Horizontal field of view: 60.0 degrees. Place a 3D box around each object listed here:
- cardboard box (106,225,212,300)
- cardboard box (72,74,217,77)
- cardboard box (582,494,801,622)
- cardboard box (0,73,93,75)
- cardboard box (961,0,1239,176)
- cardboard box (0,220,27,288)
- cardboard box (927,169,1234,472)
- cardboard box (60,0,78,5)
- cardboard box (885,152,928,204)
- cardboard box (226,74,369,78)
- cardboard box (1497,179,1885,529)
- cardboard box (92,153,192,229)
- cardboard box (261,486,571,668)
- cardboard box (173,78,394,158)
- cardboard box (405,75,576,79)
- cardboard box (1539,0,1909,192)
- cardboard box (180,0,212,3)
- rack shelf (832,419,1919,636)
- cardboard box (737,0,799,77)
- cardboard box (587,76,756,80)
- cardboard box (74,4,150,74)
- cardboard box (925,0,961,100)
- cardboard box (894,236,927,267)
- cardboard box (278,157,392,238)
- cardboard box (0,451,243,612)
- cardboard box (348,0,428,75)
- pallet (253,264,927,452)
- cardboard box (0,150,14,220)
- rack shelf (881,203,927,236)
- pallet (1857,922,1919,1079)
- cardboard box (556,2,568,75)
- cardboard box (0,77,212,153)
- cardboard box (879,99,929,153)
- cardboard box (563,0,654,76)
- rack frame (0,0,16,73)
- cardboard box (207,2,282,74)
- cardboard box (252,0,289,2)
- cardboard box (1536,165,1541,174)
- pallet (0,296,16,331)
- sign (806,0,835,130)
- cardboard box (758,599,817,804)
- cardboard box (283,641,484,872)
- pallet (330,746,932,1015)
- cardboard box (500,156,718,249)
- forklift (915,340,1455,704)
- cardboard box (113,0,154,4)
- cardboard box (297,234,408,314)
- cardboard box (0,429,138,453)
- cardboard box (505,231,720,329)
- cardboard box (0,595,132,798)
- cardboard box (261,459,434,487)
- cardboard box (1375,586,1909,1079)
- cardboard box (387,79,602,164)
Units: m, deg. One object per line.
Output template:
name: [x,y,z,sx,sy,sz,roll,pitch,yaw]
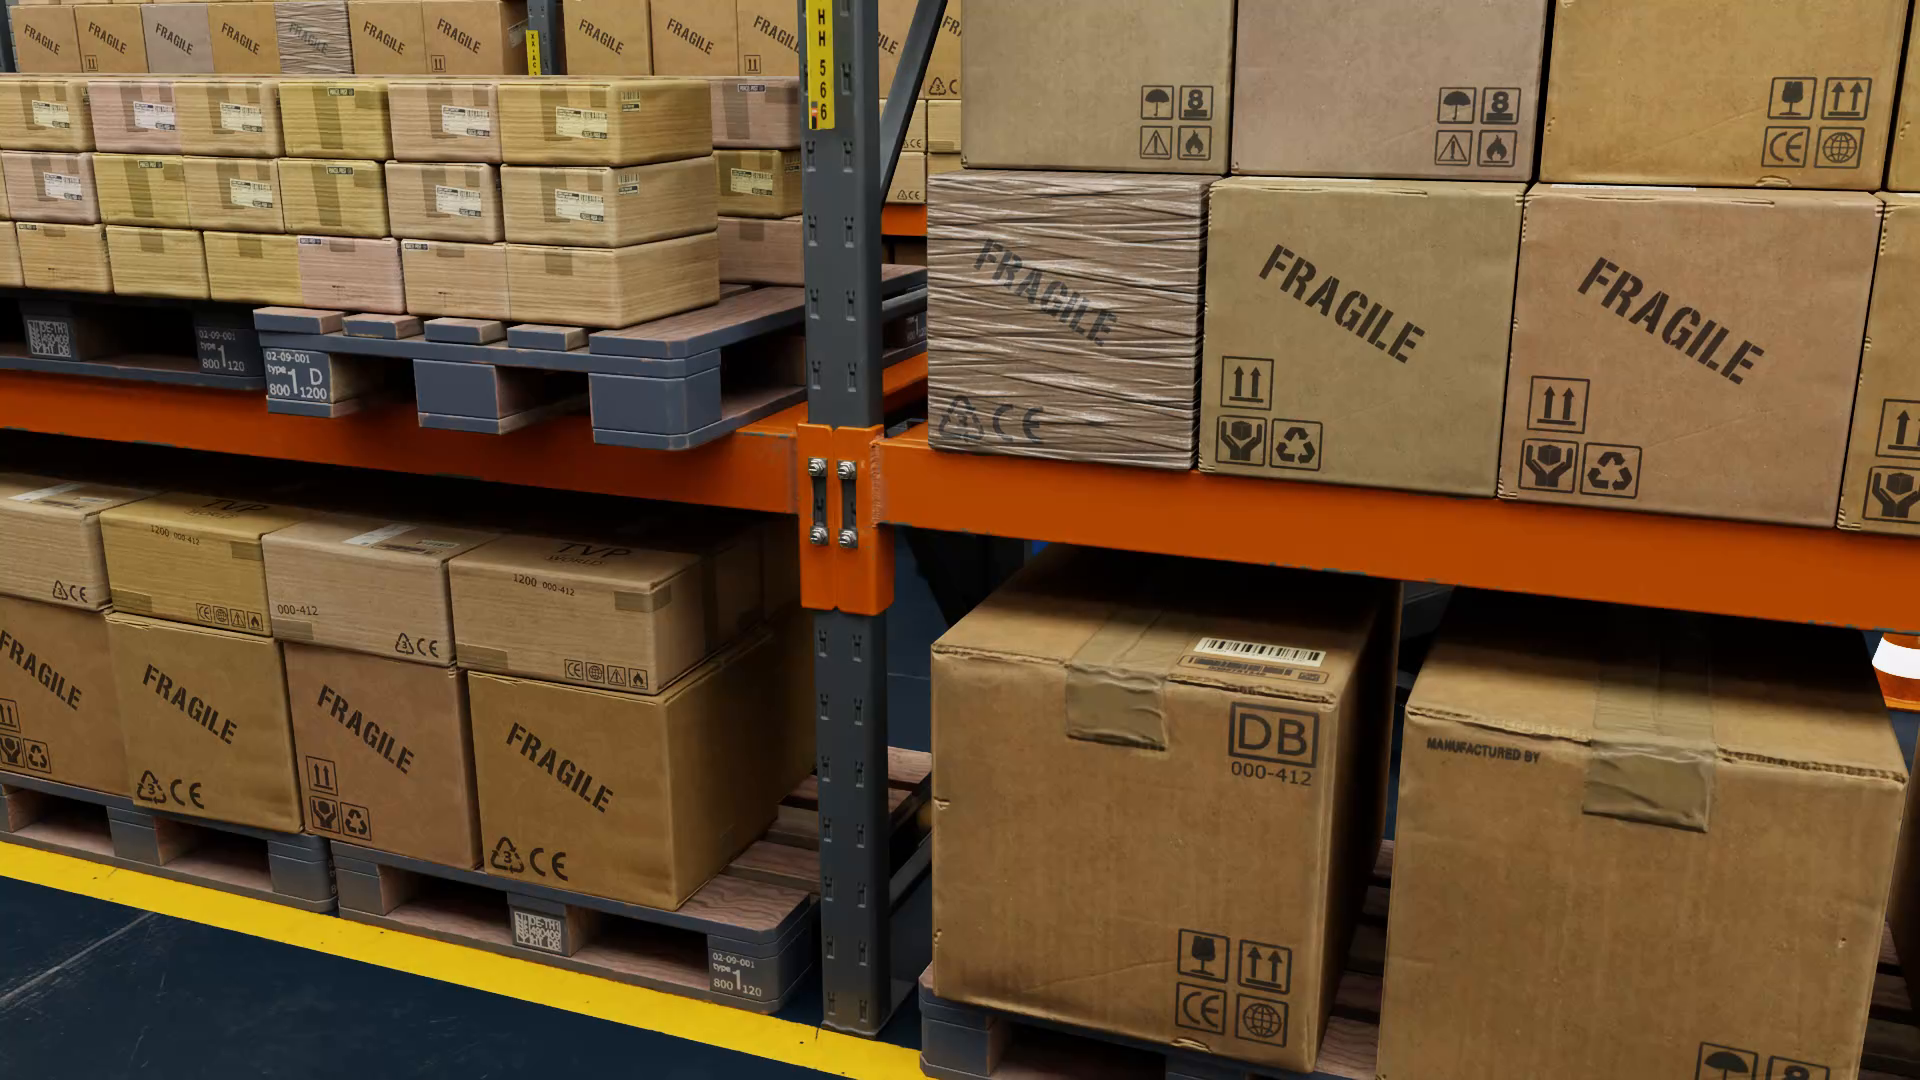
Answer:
cardboard box: [-1.634,-0.633,3.672,0.250,0.149,0.380,5,17,18]
cardboard box: [-2.119,-1.167,4.445,0.250,0.149,0.380,5,17,18]
cardboard box: [-0.607,-0.010,4.213,0.500,0.250,0.500,5,17,18]
cardboard box: [-2.597,-1.220,4.625,0.250,0.149,0.380,6,17,20]
cardboard box: [0.359,-0.995,3.248,0.500,0.500,0.700,6,17,20]
cardboard box: [-2.128,-0.687,3.858,0.250,0.149,0.380,5,17,18]
cardboard box: [0.264,-0.447,3.155,0.500,0.500,0.500,6,17,21]
cardboard box: [-5.276,-3.351,10.200,0.250,0.149,0.380,7,17,22]
cardboard box: [-0.327,-1.871,8.506,0.500,0.250,0.500,6,17,20]
cardboard box: [-1.637,-1.114,4.260,0.250,0.149,0.380,7,18,22]
cardboard box: [1.207,-0.344,2.800,0.500,0.500,0.500,6,17,21]
cardboard box: [-1.639,-0.777,3.632,0.250,0.149,0.380,6,17,20]
cardboard box: [-1.261,0.073,3.929,0.500,0.250,0.500,7,17,21]
cardboard box: [-1.405,-0.893,3.499,0.250,0.149,0.380,7,18,22]
cardboard box: [-1.137,-1.060,4.075,0.250,0.149,0.380,6,17,18]
cardboard box: [1.308,-0.892,2.892,0.500,0.500,0.700,6,17,20]
cardboard box: [-4.345,-3.223,9.759,0.250,0.149,0.380,6,17,21]
rack shelf: [1.806,0.035,2.964,4.000,0.370,1.077,6,17,21]
cardboard box: [-0.801,-2.530,8.537,0.500,0.500,0.500,6,17,19]
cardboard box: [-0.665,-1.006,3.890,0.250,0.149,0.380,6,17,19]
cardboard box: [-4.949,-2.982,10.093,0.500,0.500,0.500,6,17,19]
cardboard box: [0.151,-2.426,8.176,0.500,0.500,0.500,6,17,21]
cardboard box: [0.227,-1.175,8.900,0.875,0.875,0.875,7,17,21]
cardboard box: [-1.176,-0.725,3.454,0.250,0.149,0.380,7,17,22]
cardboard box: [-2.216,-0.035,4.298,0.500,0.250,0.500,7,18,23]
cardboard box: [-3.063,-2.778,9.388,0.500,0.500,0.500,6,17,20]
pallet: [-0.757,-0.468,3.751,1.003,0.211,1.213,6,17,21]
cardboard box: [-2.122,-0.829,3.814,0.250,0.149,0.380,6,17,20]
rack shelf: [-0.193,-1.669,8.831,4.000,0.370,1.077,6,17,21]
pallet: [1.782,1.049,3.181,1.213,0.211,1.003,6,17,21]
cardboard box: [-2.408,-2.858,9.667,0.500,0.500,0.500,6,17,21]
cardboard box: [-1.881,-0.946,3.683,0.250,0.149,0.380,7,18,23]
cardboard box: [-0.322,-2.113,8.443,0.500,0.250,0.500,6,17,19]
cardboard box: [-1.750,-2.627,8.871,0.500,0.500,0.500,6,17,21]
rack frame: [-5.775,-2.628,10.845,0.127,3.000,1.000,6,17,21]
cardboard box: [-4.003,-2.881,9.743,0.500,0.500,0.500,6,17,21]
cardboard box: [-3.857,-3.176,9.596,0.250,0.149,0.380,6,17,21]
cardboard box: [0.926,-0.536,3.459,0.500,0.500,0.500,6,17,21]
pallet: [-3.118,-0.716,4.605,1.213,0.211,1.003,6,17,21]
sign: [-0.245,-0.892,2.930,0.005,0.325,0.100,6,17,21]
cardboard box: [-0.619,0.345,4.336,0.500,0.500,0.500,6,17,18]
cardboard box: [-1.245,0.430,4.043,0.500,0.500,0.500,7,18,23]
pallet: [-0.781,0.743,4.234,1.213,0.211,1.003,6,17,21]
cardboard box: [-0.681,-0.672,3.271,0.250,0.149,0.380,7,17,22]
forklift: [1.129,-0.977,5.280,1.130,2.935,3.031,-12,20,-36]
cardboard box: [-4.825,-3.273,9.930,0.250,0.149,0.380,6,17,19]
cardboard box: [-1.152,-0.580,3.488,0.250,0.149,0.380,7,17,22]
cardboard box: [-2.517,-0.219,4.934,0.500,0.250,0.500,7,18,23]
cardboard box: [-0.682,-0.528,3.308,0.250,0.149,0.380,7,17,22]
cardboard box: [-2.201,0.322,4.413,0.500,0.500,0.500,7,17,22]
cardboard box: [-1.535,-0.116,4.578,0.500,0.250,0.500,6,17,21]
cardboard box: [1.293,0.538,3.224,0.750,0.750,1.050,7,17,21]
cardboard box: [-0.912,-0.840,3.316,0.250,0.149,0.380,6,17,20]
